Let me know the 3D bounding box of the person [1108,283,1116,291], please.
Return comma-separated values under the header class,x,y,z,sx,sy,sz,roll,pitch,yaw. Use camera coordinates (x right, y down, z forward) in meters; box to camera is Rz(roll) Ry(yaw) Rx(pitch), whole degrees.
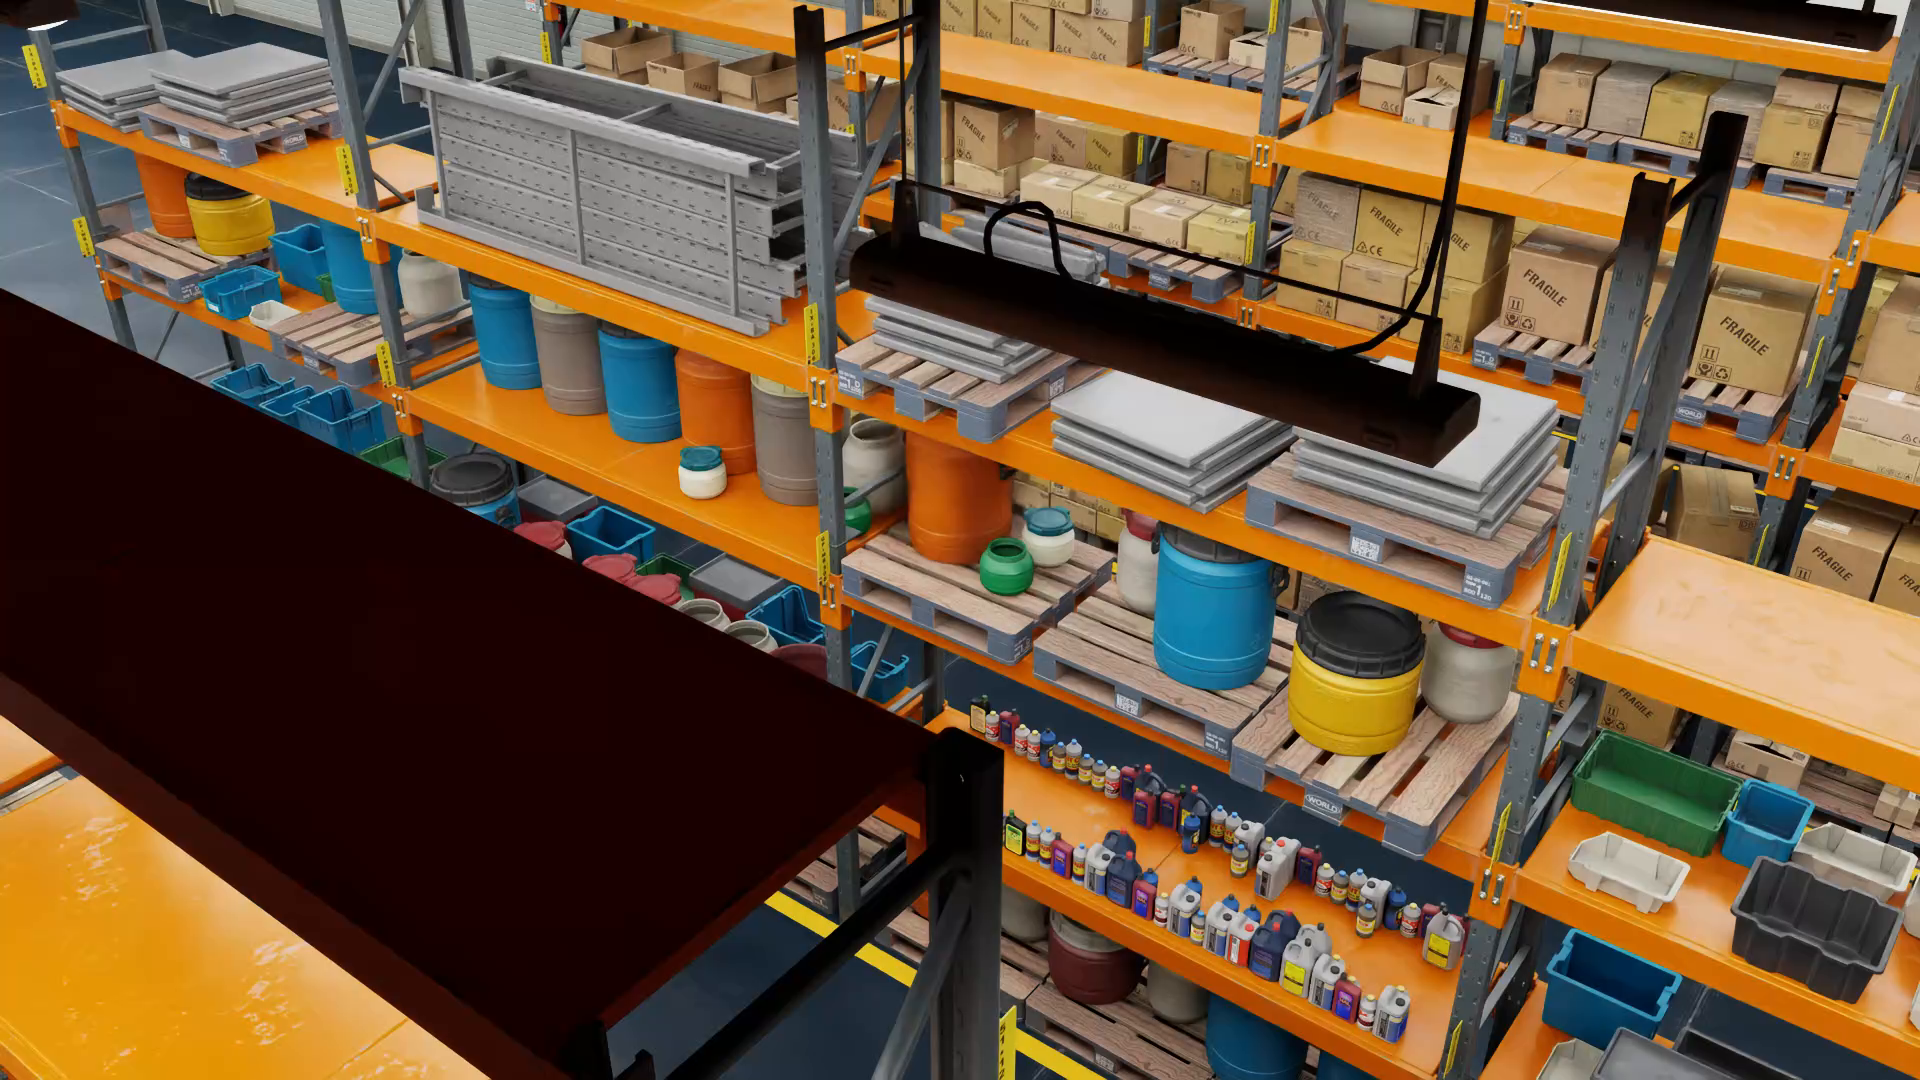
class,x,y,z,sx,sy,sz,roll,pitch,yaw
person,1.385,-2.403,17.626,0.964,1.604,0.456,14,34,22
